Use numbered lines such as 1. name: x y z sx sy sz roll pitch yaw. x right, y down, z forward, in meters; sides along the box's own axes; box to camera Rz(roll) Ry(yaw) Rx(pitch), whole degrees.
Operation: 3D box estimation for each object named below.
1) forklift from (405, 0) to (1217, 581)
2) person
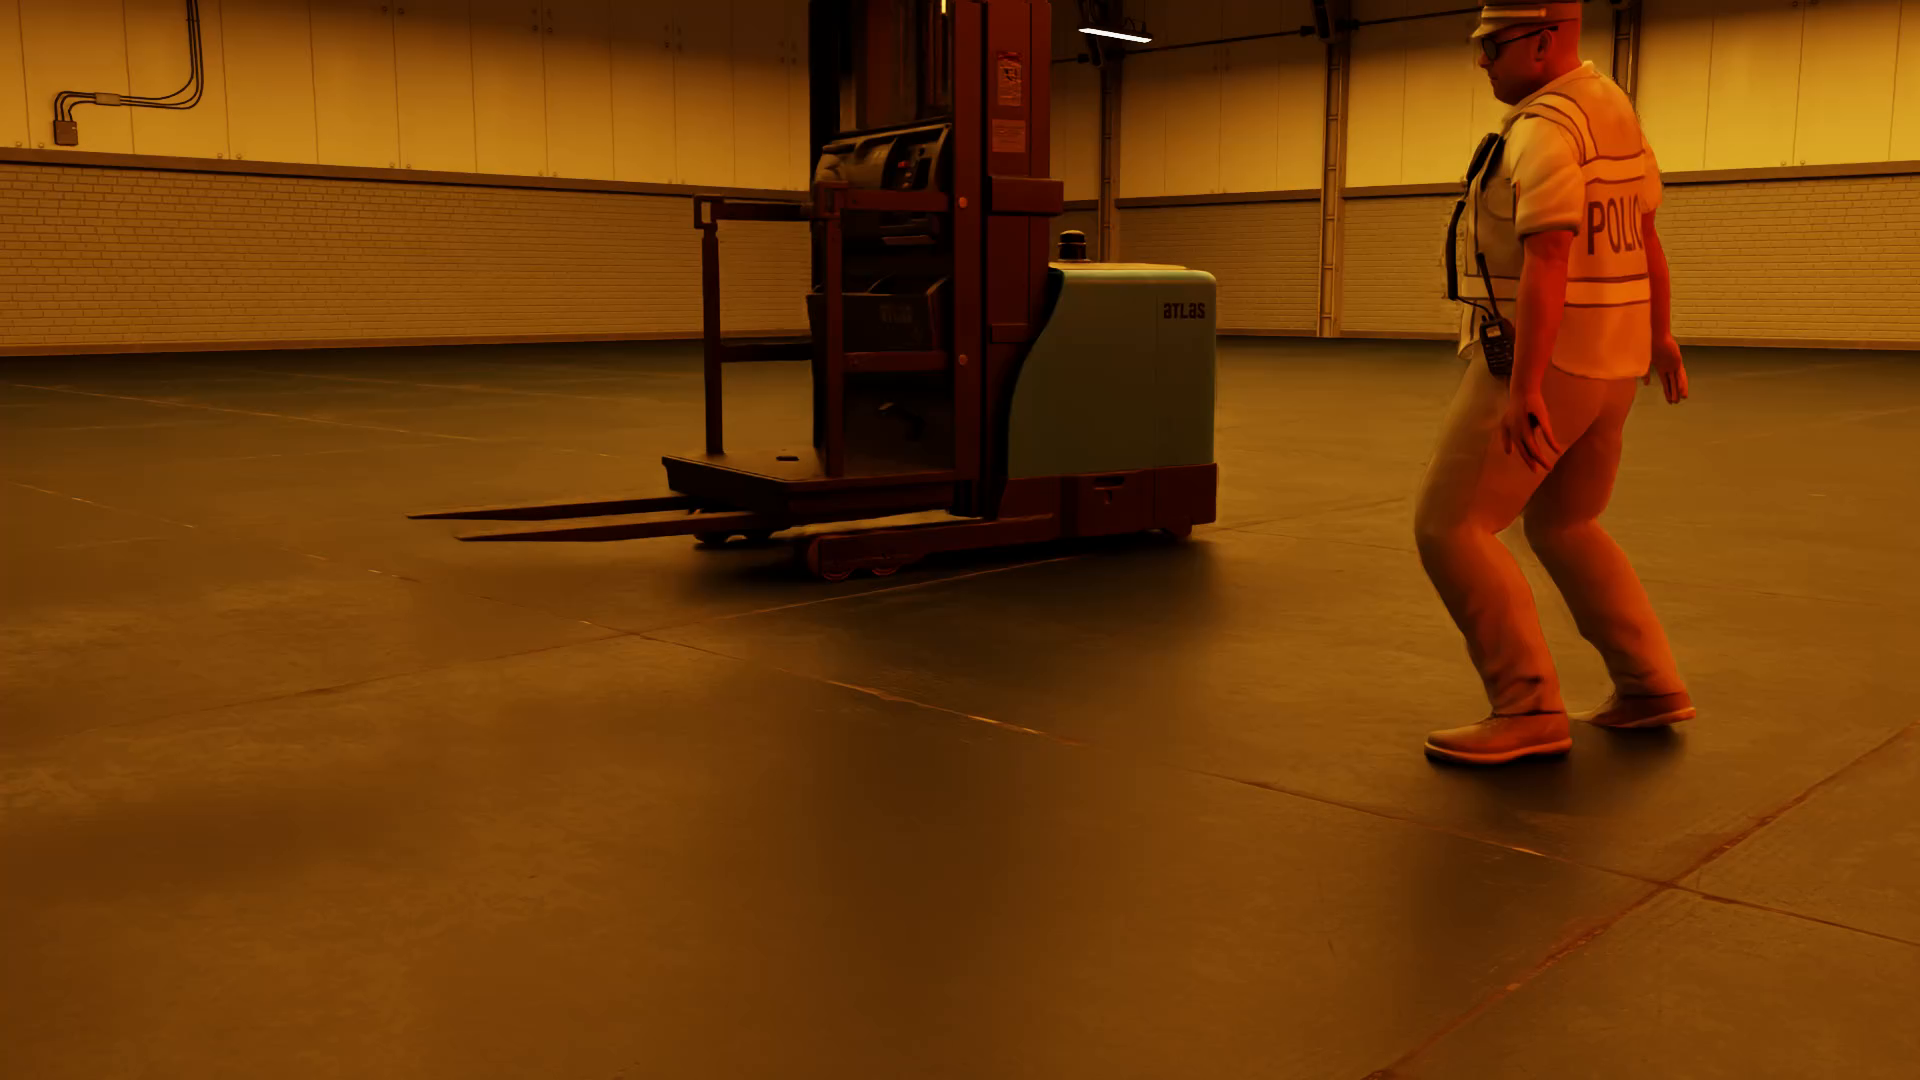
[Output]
1. forklift: -0.480 -1.396 6.141 3.031 2.935 1.130 -5 10 -32
2. person: 1.381 -0.368 3.710 0.498 1.735 0.898 8 12 42
